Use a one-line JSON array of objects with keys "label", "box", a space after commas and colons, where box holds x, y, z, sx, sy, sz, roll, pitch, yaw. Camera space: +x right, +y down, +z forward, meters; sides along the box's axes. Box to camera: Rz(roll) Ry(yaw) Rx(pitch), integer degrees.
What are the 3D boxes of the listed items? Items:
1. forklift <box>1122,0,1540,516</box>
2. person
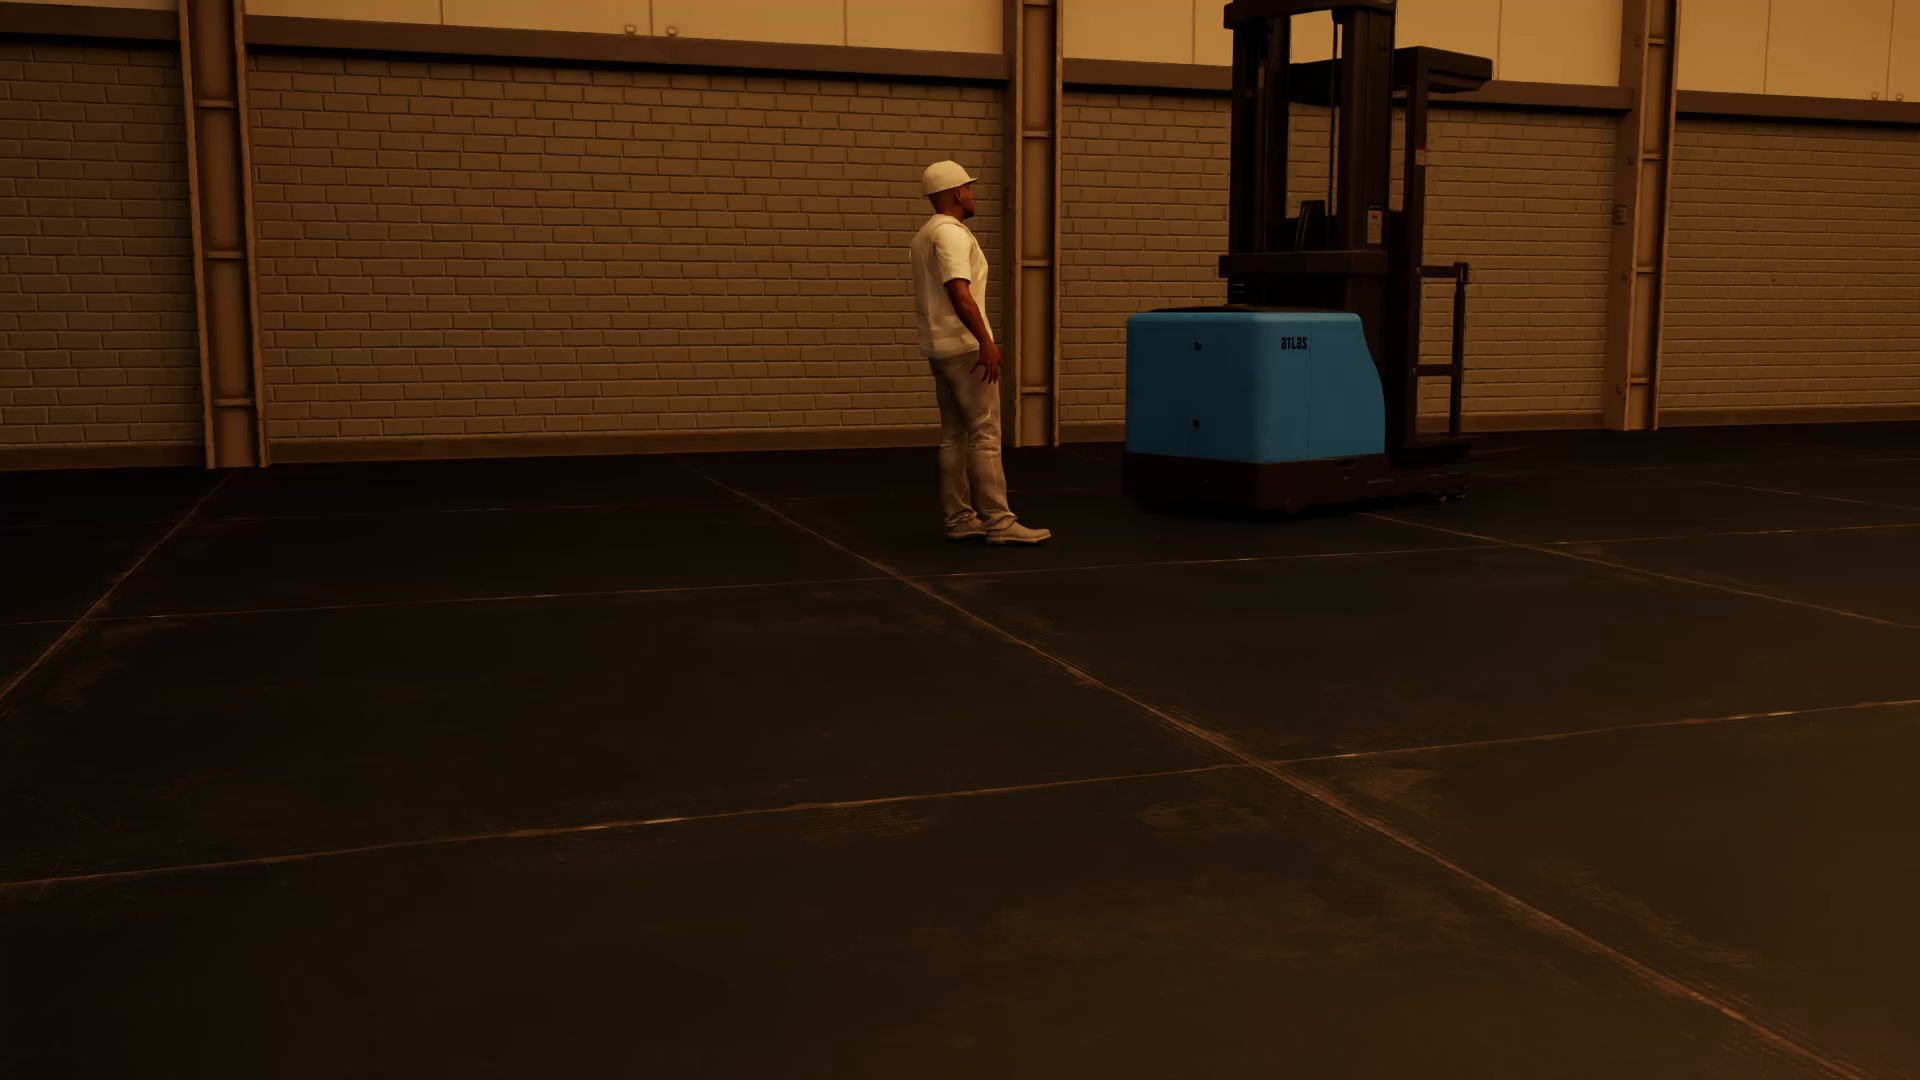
[{"label": "forklift", "box": [2.336, -1.717, 9.670, 3.031, 2.935, 1.130, -7, 10, -41]}, {"label": "person", "box": [0.068, -0.884, 7.820, 0.577, 1.765, 0.666, -3, 8, -18]}]
